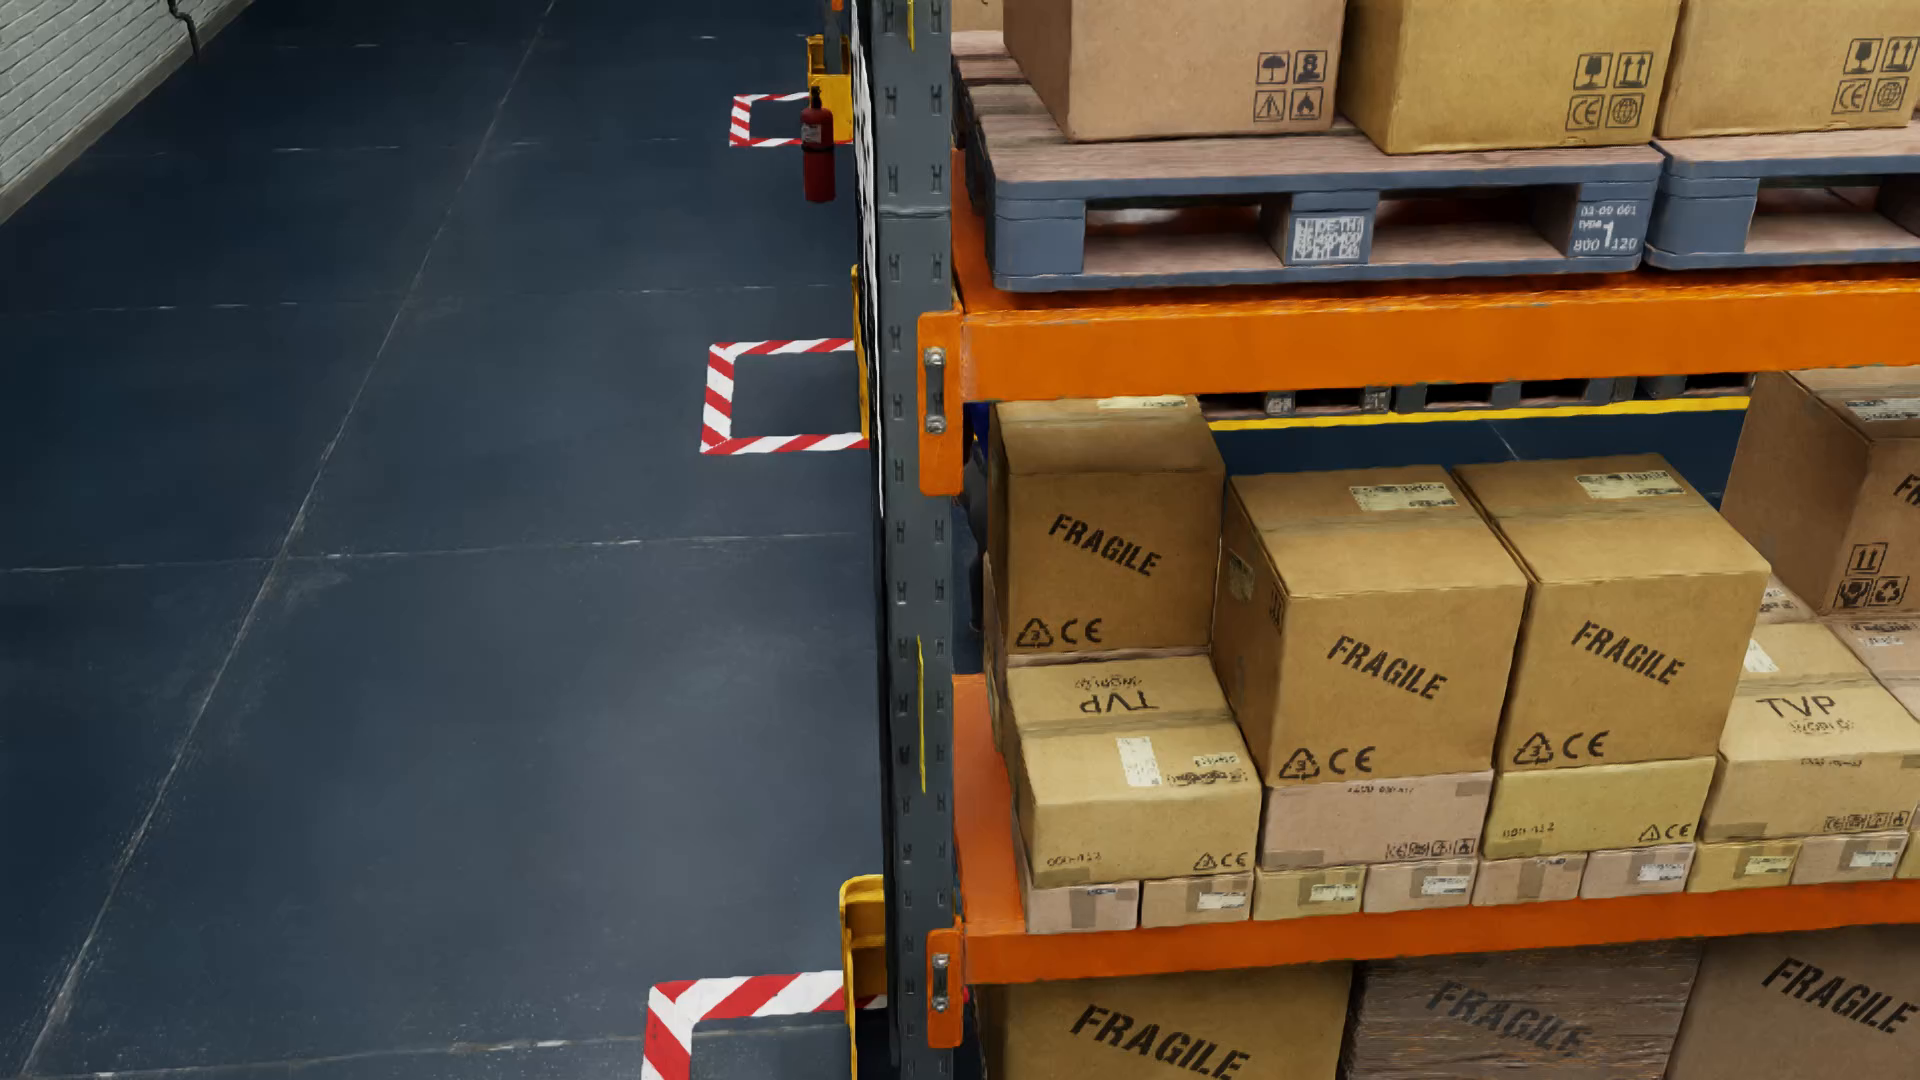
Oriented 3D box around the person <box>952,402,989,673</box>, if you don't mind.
[{"bbox_3d":[0.197,-0.184,6.414,0.426,1.647,0.649,-11,33,-17],"label":"person"}]
